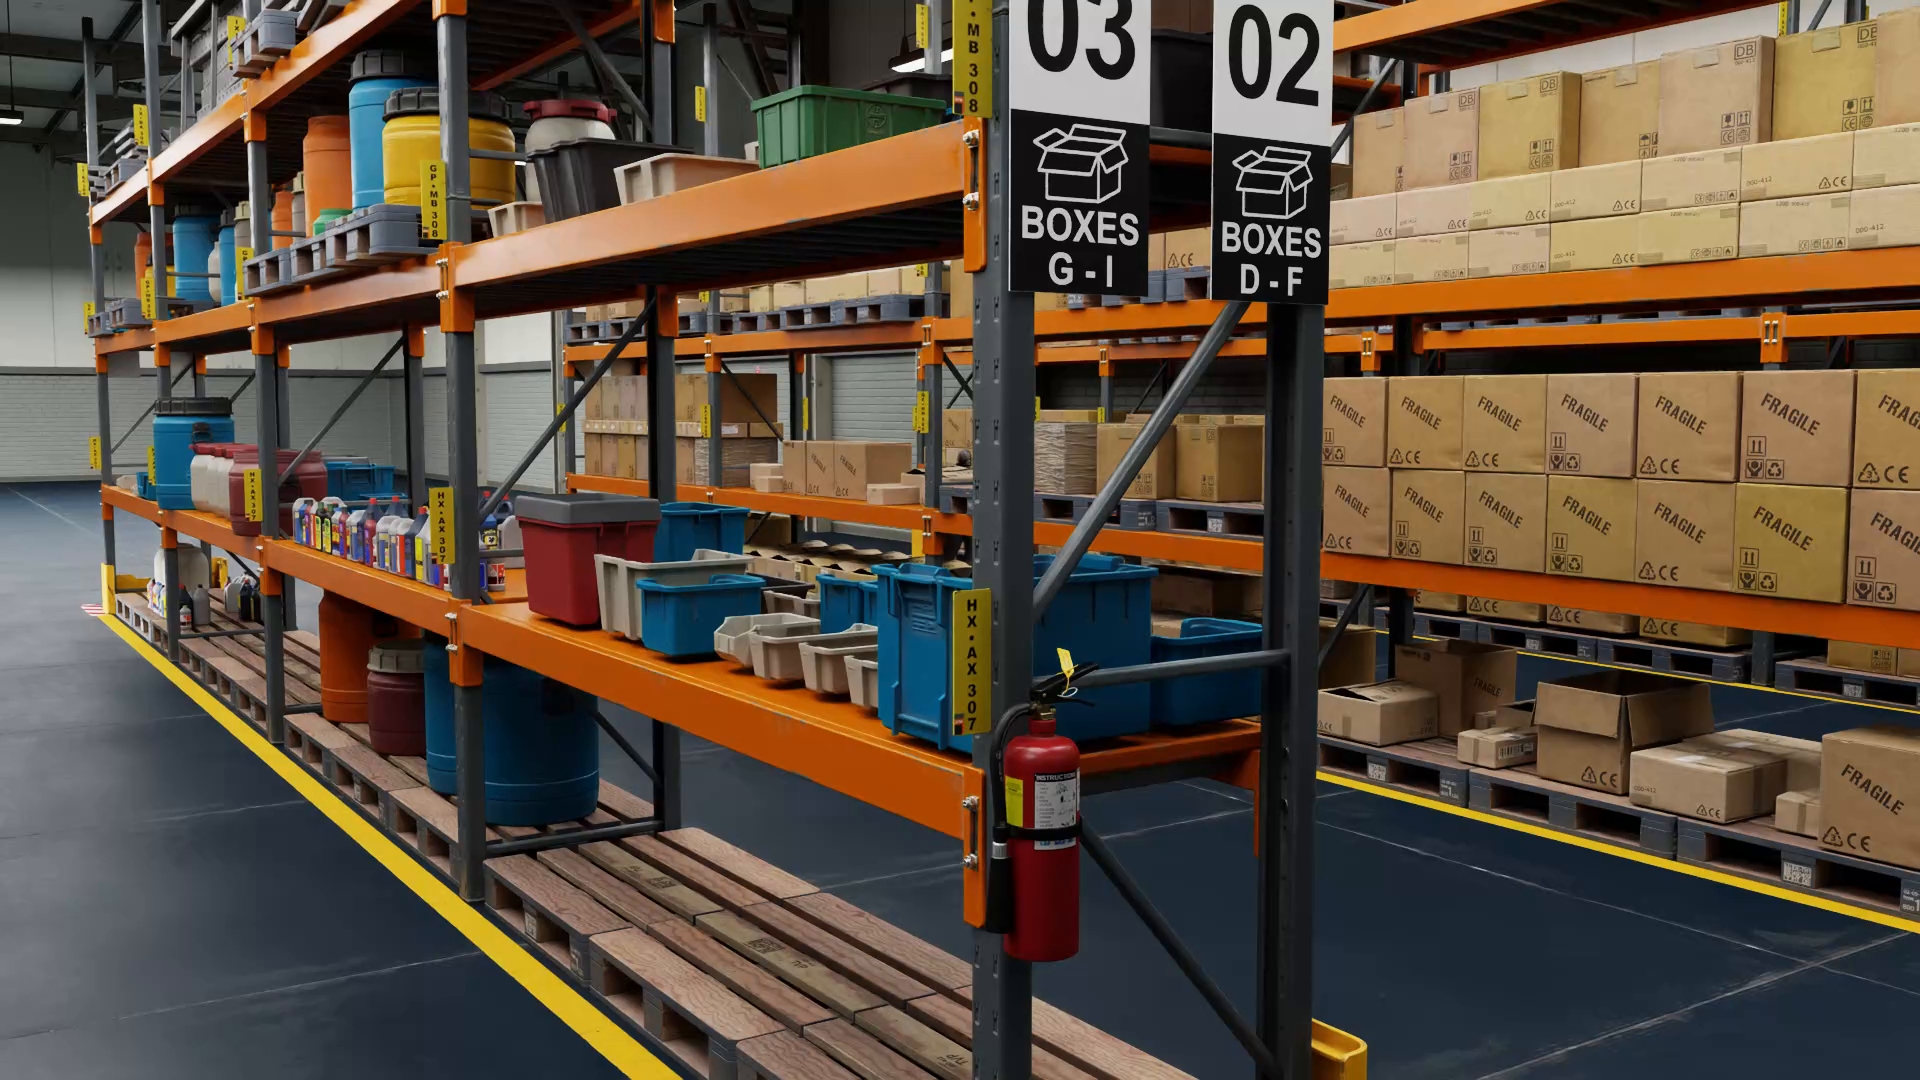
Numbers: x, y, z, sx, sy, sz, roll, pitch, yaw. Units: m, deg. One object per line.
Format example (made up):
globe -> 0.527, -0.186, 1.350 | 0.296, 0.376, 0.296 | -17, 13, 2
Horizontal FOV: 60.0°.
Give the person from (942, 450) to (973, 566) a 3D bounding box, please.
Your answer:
person -> -0.024, -0.131, 17.568 | 0.485, 1.654, 0.603 | -2, 5, -24
